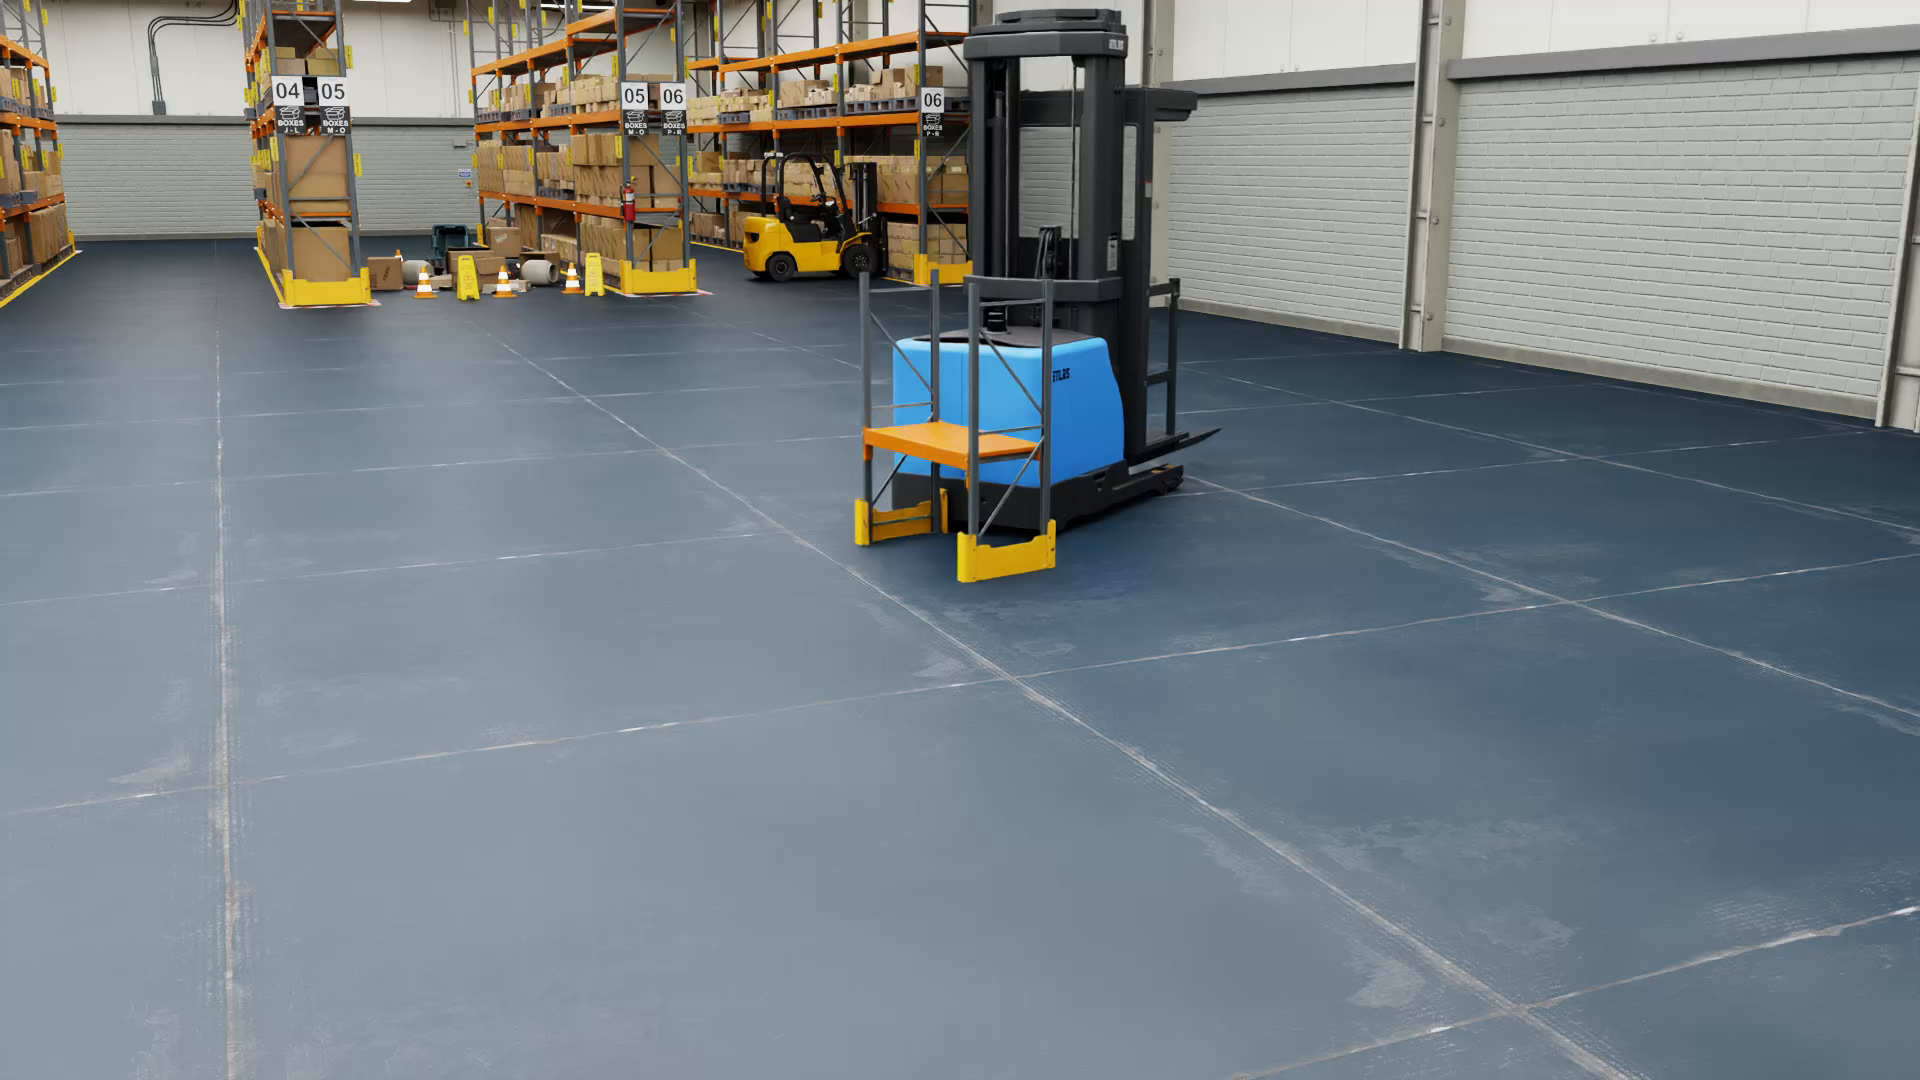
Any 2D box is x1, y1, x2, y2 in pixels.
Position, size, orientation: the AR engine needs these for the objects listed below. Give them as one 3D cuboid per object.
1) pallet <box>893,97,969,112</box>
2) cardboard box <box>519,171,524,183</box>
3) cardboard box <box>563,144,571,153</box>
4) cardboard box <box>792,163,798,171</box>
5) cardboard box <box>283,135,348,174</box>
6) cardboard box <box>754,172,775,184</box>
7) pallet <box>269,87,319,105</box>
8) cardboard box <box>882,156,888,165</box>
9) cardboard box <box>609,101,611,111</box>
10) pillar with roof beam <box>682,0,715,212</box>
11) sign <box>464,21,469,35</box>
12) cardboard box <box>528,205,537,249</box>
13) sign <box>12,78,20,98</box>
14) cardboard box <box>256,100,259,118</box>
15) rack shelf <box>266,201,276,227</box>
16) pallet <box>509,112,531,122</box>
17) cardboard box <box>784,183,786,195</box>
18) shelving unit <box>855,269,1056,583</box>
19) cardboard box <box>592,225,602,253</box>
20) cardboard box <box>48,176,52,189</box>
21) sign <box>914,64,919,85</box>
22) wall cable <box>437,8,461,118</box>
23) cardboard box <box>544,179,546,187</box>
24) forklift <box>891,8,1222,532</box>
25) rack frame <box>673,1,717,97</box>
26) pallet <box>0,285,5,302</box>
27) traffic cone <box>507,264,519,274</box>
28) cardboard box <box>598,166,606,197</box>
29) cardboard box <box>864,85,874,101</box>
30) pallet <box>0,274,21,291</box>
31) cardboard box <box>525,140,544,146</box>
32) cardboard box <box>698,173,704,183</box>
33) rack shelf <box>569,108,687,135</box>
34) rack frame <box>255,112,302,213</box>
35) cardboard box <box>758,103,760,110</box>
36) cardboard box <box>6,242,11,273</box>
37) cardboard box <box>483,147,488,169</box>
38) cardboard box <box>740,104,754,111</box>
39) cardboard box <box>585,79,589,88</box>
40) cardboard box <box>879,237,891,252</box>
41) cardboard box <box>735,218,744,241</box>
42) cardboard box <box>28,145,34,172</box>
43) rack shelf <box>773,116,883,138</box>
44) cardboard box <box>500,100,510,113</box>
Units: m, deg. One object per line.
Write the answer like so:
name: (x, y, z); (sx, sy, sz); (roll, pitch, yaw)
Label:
pallet: (-0.466, -7.412, 28.285); (1.003, 0.211, 1.213); (-6, 14, -23)
cardboard box: (-8.817, -7.506, 34.372); (0.500, 0.250, 0.500); (-6, 14, -24)
cardboard box: (-7.035, -7.153, 30.371); (0.380, 0.149, 0.250); (-6, 14, -25)
cardboard box: (-3.202, -7.611, 33.943); (0.380, 0.149, 0.250); (-5, 14, -22)
cardboard box: (-9.361, -5.607, 24.217); (0.875, 0.550, 0.550); (-6, 14, -23)
cardboard box: (-4.130, -7.818, 35.898); (0.500, 0.250, 0.500); (-6, 14, -26)
pallet: (-9.554, -6.498, 24.339); (1.003, 0.211, 1.213); (-6, 14, -23)
cardboard box: (-1.146, -6.664, 29.191); (0.380, 0.149, 0.250); (-5, 14, -22)
cardboard box: (-5.357, -6.890, 26.390); (0.380, 0.149, 0.250); (-5, 14, -21)
pillar with roof beam: (-10.814, -12.323, 42.656); (9.100, 9.000, 0.548); (-6, 14, -23)
sign: (-11.673, -12.108, 39.303); (0.100, 0.325, 0.005); (-6, 14, -23)
cardboard box: (-8.511, -6.553, 34.812); (0.875, 0.875, 0.875); (-5, 14, -22)
sign: (-16.539, -7.915, 29.118); (0.100, 0.325, 0.005); (-6, 14, -23)
cardboard box: (-13.126, -8.288, 31.653); (0.500, 0.500, 0.500); (-6, 14, -23)
rack shelf: (-11.651, -5.817, 29.446); (1.077, 0.370, 4.000); (-6, 14, -23)
pallet: (-9.147, -9.058, 35.627); (0.805, 0.209, 1.217); (-6, 14, -25)
cardboard box: (-3.457, -7.311, 34.638); (0.500, 0.250, 0.500); (-6, 14, -23)
shelving unit: (-0.041, -0.648, 8.842); (0.587, 1.500, 1.083); (-9, 16, -34)
cardboard box: (-5.935, -5.089, 28.211); (0.500, 0.500, 0.500); (-5, 14, -20)
cardboard box: (-18.783, -7.276, 33.827); (0.500, 0.250, 0.500); (-6, 14, -23)
sign: (-0.709, -7.653, 27.343); (0.100, 0.325, 0.005); (-6, 14, -23)
wall cable: (-13.699, -12.774, 44.605); (0.463, 3.000, 0.029); (-6, 14, -23)
cardboard box: (-7.848, -6.925, 32.263); (0.380, 0.149, 0.250); (-7, 15, -27)
forklift: (0.793, -1.760, 10.475); (1.130, 2.935, 3.031); (8, 15, 30)
rack frame: (-6.615, -12.073, 41.578); (1.000, 3.000, 0.127); (-6, 14, -23)
pallet: (-14.641, -3.581, 24.372); (1.003, 0.211, 1.213); (-6, 14, -23)
traffic cone: (-8.134, -5.116, 30.448); (0.336, 0.463, 0.334); (-6, 14, -23)
cardboard box: (-5.616, -5.884, 27.260); (0.500, 0.500, 0.500); (-6, 14, -23)
cardboard box: (-1.492, -7.986, 29.717); (0.396, 0.266, 0.258); (-6, 14, -24)
pallet: (-15.748, -4.129, 26.743); (1.003, 0.211, 1.213); (-6, 14, -23)
cardboard box: (-9.448, -8.816, 36.929); (0.380, 0.149, 0.250); (-6, 14, -24)
cardboard box: (-6.048, -8.792, 40.378); (0.500, 0.250, 0.500); (-6, 14, -24)
rack shelf: (-5.554, -6.920, 27.559); (1.077, 0.370, 4.000); (-6, 14, -23)
rack frame: (-14.055, -7.407, 34.721); (1.000, 3.000, 0.127); (-6, 14, -23)
cardboard box: (-4.135, -9.347, 35.900); (0.380, 0.149, 0.250); (-5, 14, -22)
cardboard box: (-15.835, -4.553, 26.956); (0.700, 0.500, 0.500); (-6, 14, -23)
cardboard box: (-10.804, -8.901, 38.735); (0.500, 0.500, 0.500); (-6, 14, -23)
cardboard box: (-4.618, -9.503, 36.531); (0.380, 0.149, 0.250); (-5, 14, -22)
cardboard box: (-6.073, -7.645, 27.887); (0.380, 0.149, 0.250); (-6, 14, -25)
cardboard box: (-1.105, -5.235, 29.395); (0.500, 0.250, 0.500); (-6, 14, -24)
cardboard box: (-4.803, -7.082, 37.927); (0.500, 0.500, 0.500); (-6, 14, -24)
cardboard box: (-18.376, -7.386, 32.184); (0.797, 0.503, 0.637); (-6, 14, -24)
rack shelf: (-2.610, -8.195, 33.070); (1.077, 0.370, 4.000); (-6, 14, -23)
cardboard box: (-9.680, -9.341, 35.789); (0.396, 0.266, 0.258); (-6, 14, -23)
